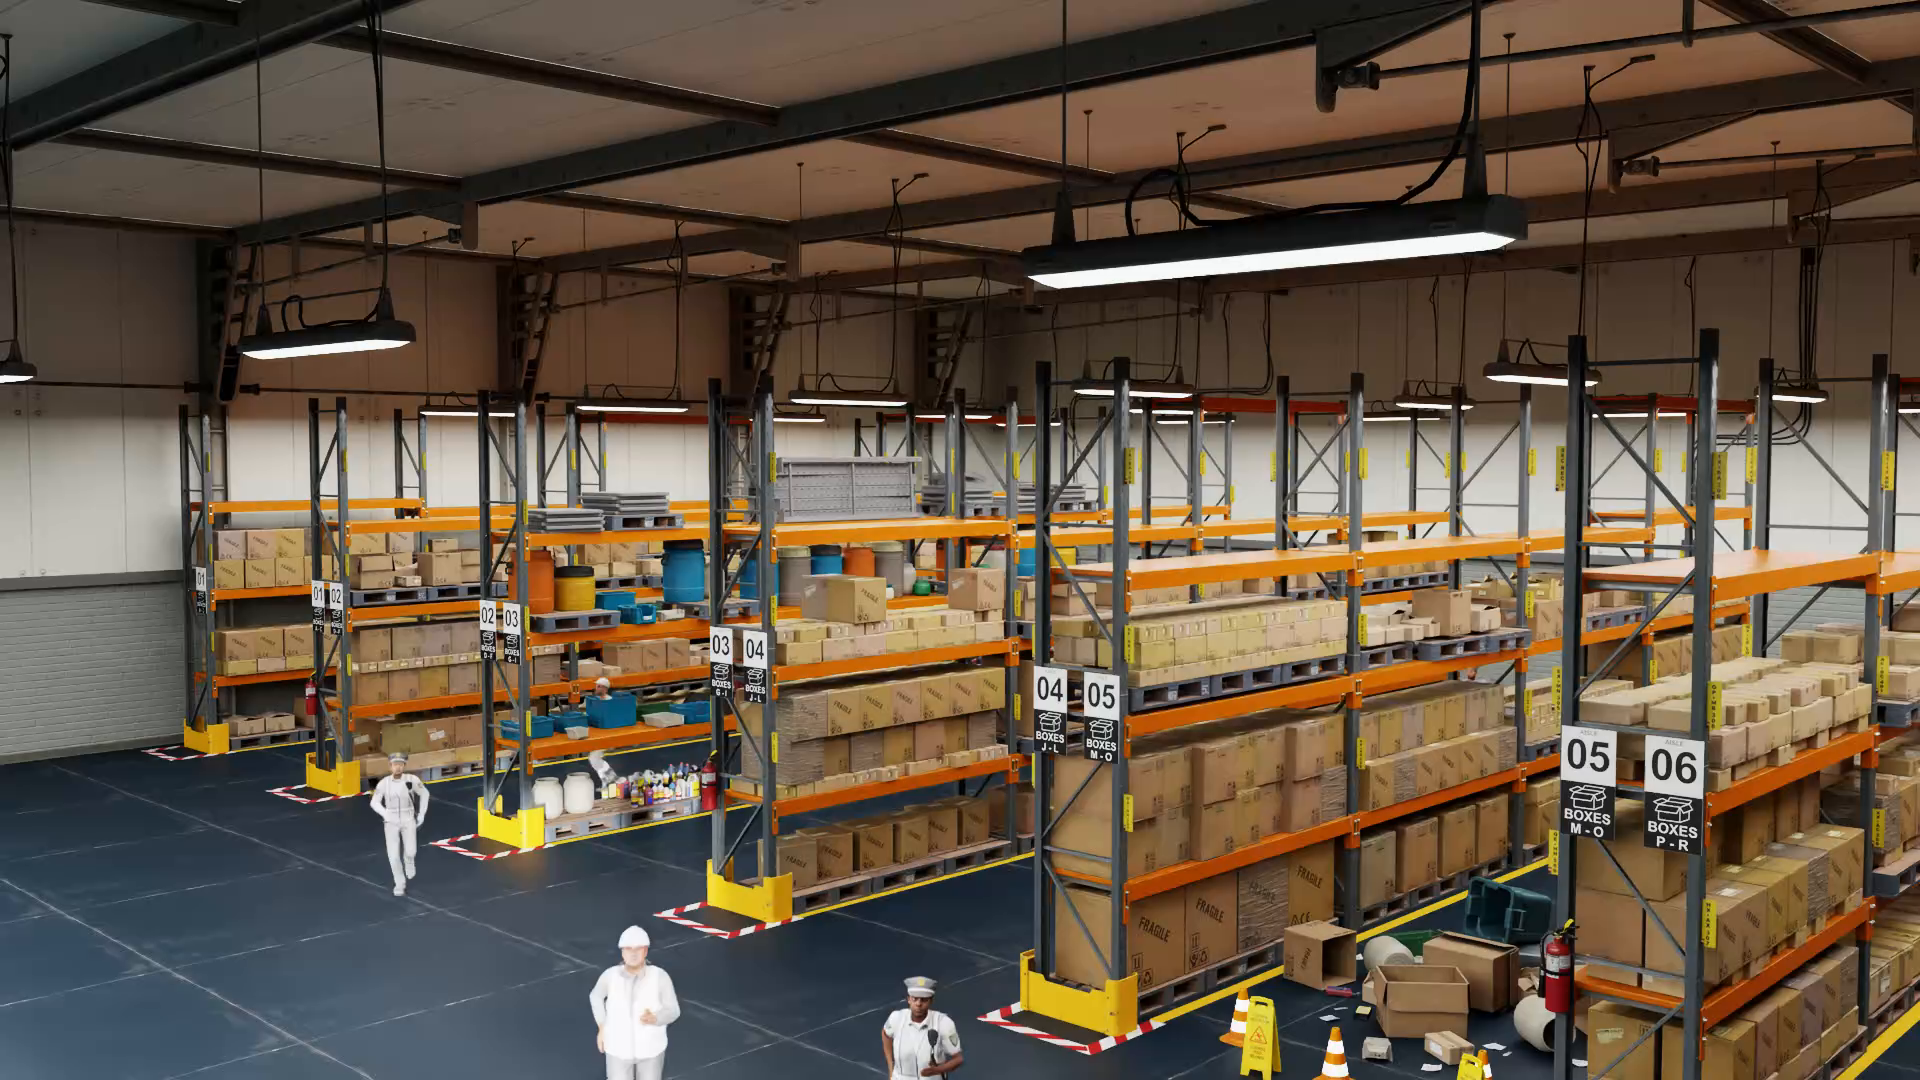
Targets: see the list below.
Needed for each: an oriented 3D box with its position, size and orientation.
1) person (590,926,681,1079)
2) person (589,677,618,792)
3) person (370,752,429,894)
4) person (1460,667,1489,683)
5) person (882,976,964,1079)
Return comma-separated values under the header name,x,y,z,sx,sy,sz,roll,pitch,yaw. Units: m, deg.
name,x,y,z,sx,sy,sz,roll,pitch,yaw
person,-2.308,3.653,11.817,0.643,1.827,0.737,-1,3,-9
person,-5.468,2.955,25.111,0.643,1.741,0.581,3,4,44
person,-6.559,3.311,19.488,0.658,1.666,0.538,-1,3,-19
person,8.531,2.881,27.647,0.578,1.651,0.936,2,4,38
person,-0.253,3.745,11.189,0.551,1.750,0.809,0,3,-1
